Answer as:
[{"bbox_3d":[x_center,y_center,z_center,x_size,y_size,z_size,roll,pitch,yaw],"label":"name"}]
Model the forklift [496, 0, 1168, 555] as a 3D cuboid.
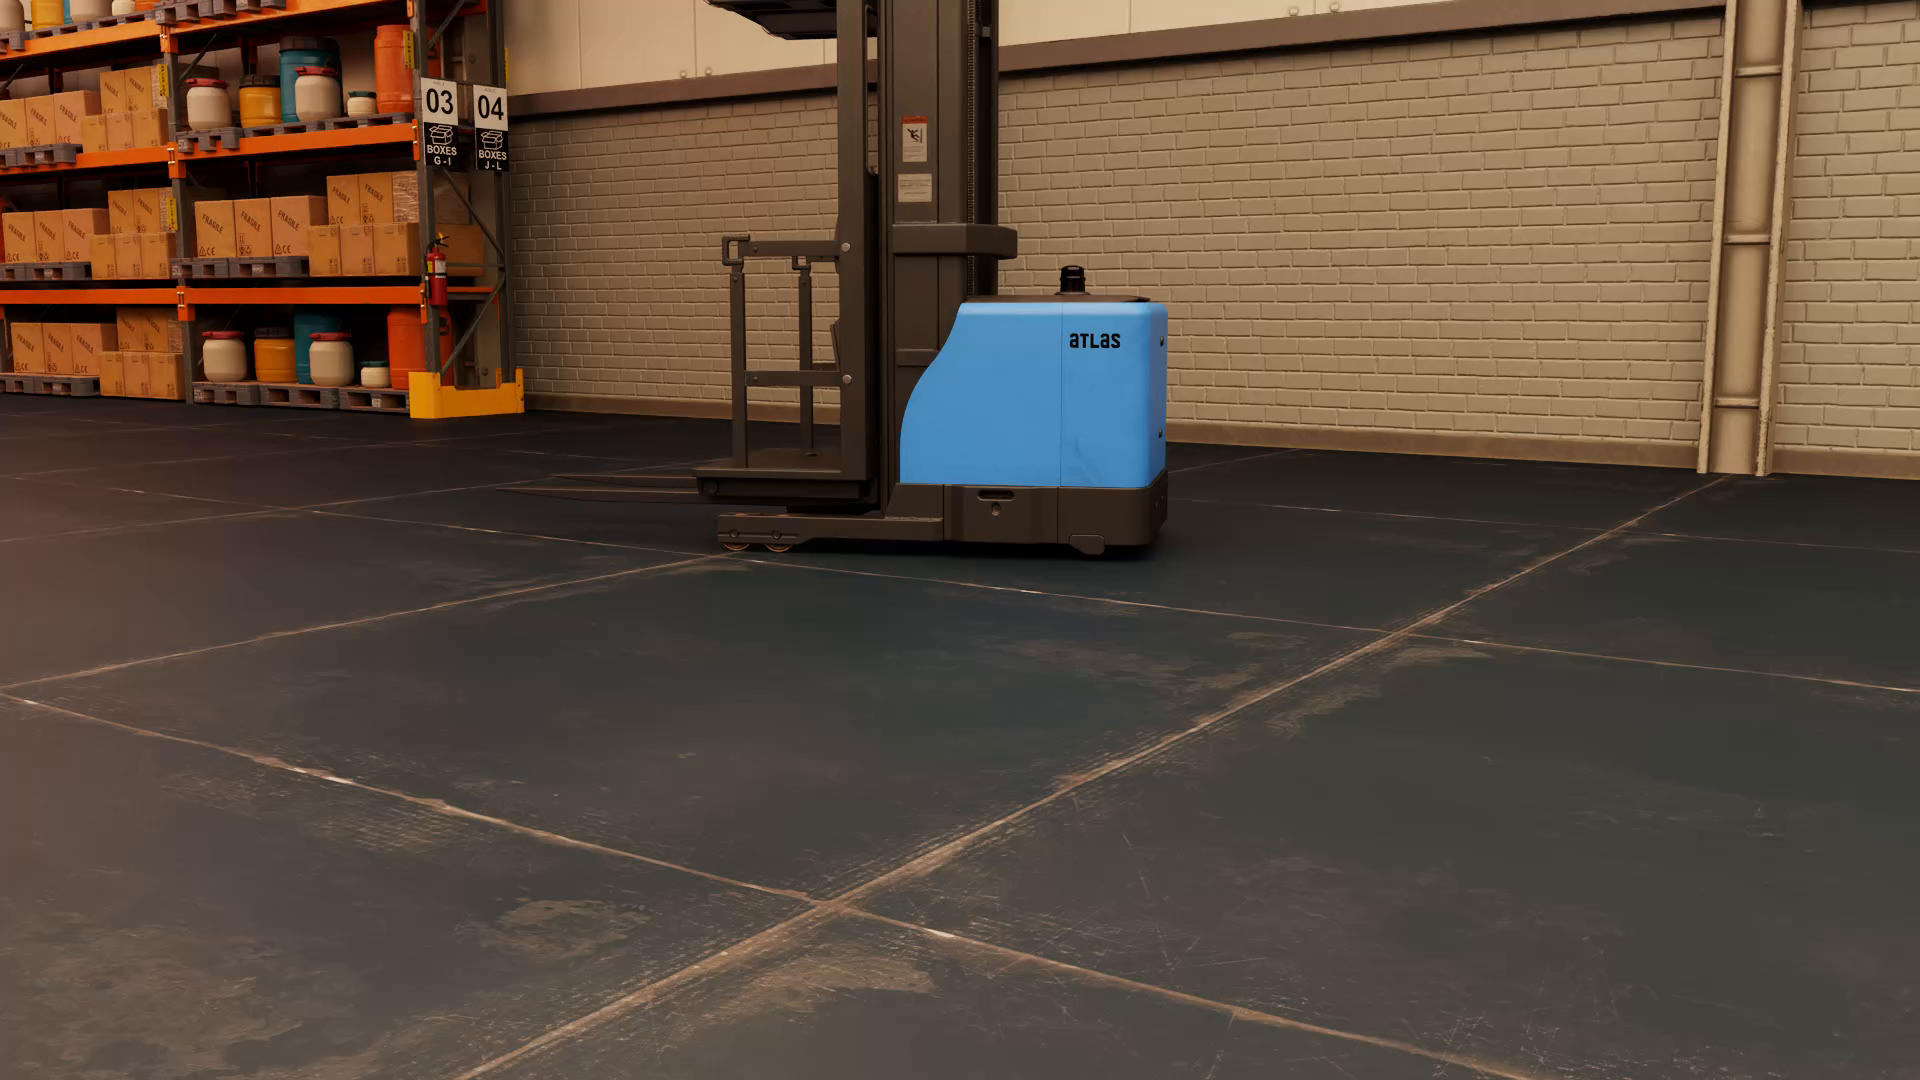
[{"bbox_3d":[-0.596,-1.469,7.520,3.031,2.935,1.130,2,8,12],"label":"forklift"}]
